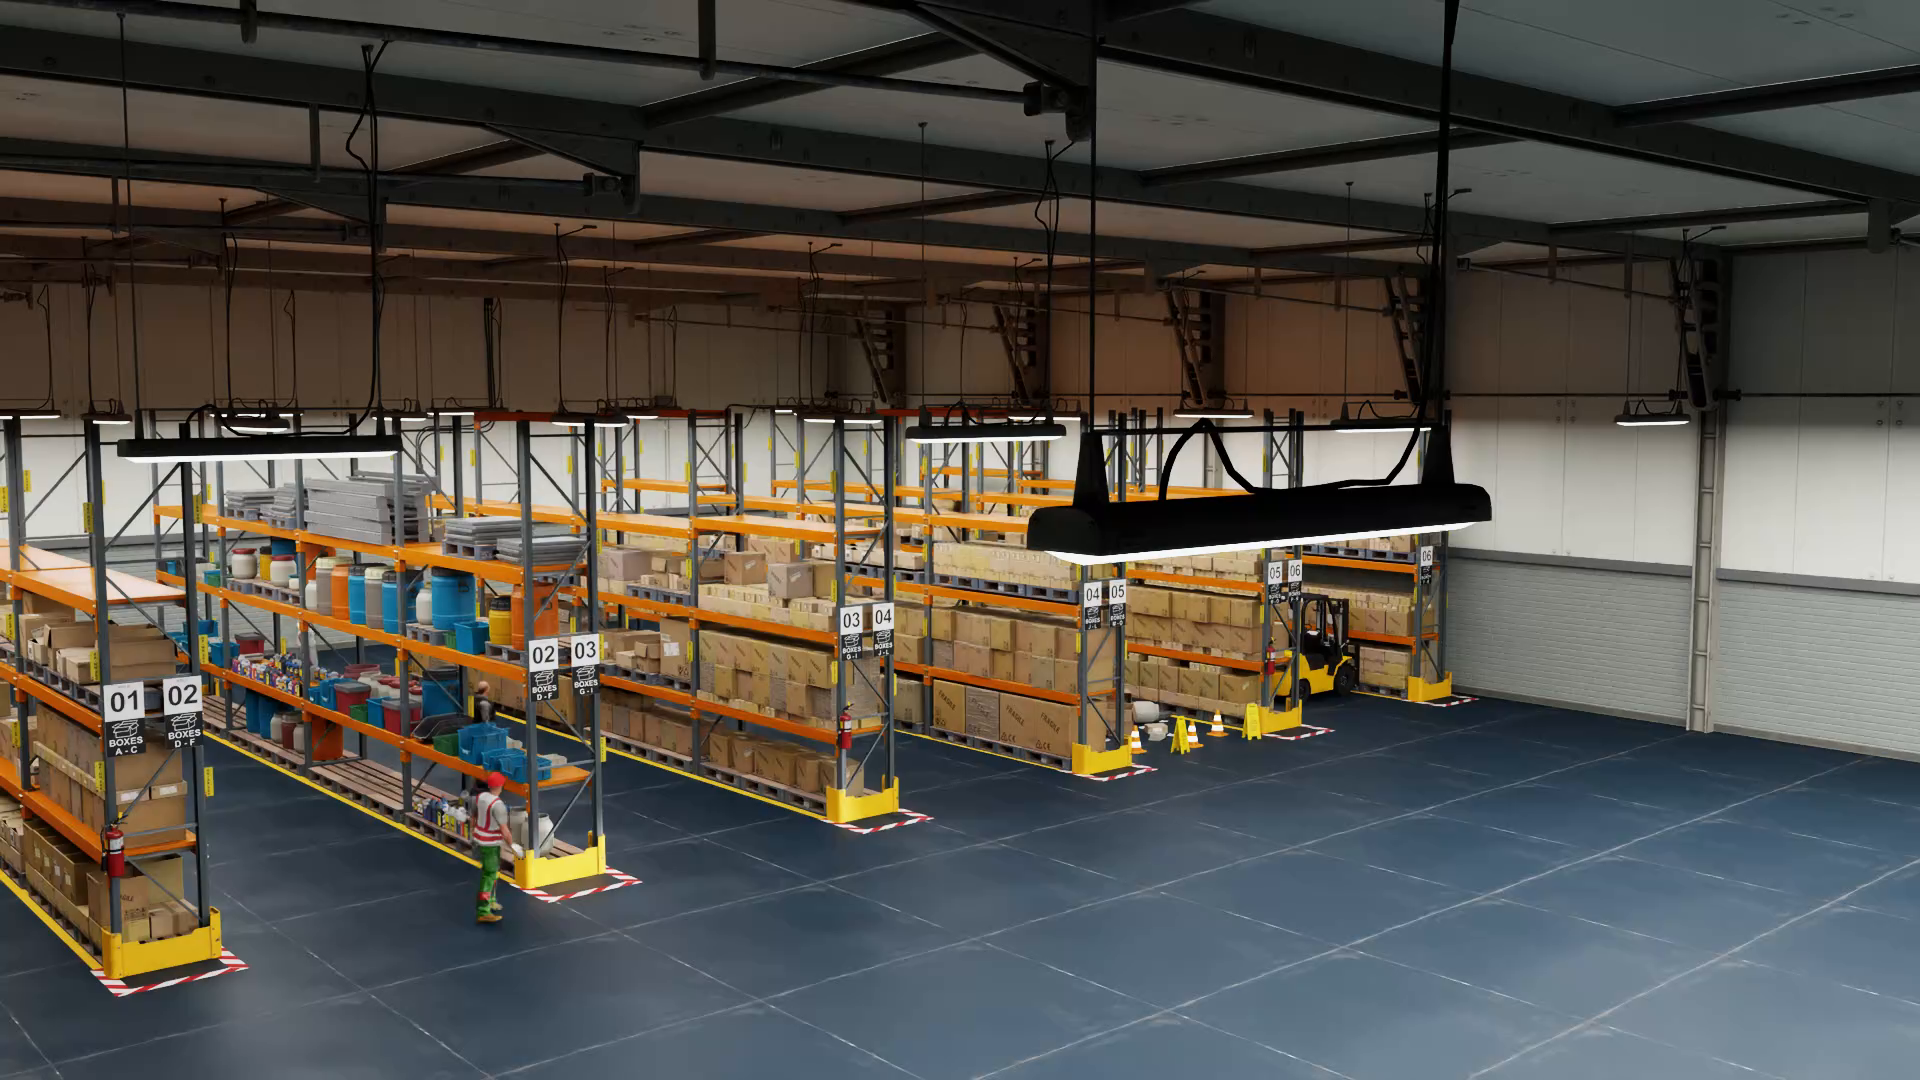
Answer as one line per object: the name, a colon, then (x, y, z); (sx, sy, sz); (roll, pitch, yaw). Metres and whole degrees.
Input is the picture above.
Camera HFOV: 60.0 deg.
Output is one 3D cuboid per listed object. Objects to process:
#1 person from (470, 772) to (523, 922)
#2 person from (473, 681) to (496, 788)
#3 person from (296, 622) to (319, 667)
person: (-5.654, 3.691, 20.157); (0.554, 1.806, 0.655); (-3, 6, -35)
person: (-7.650, 3.124, 26.822); (0.421, 1.724, 0.592); (-1, 5, -12)
person: (-14.280, 2.308, 36.343); (0.984, 1.644, 0.426); (4, 7, 40)
